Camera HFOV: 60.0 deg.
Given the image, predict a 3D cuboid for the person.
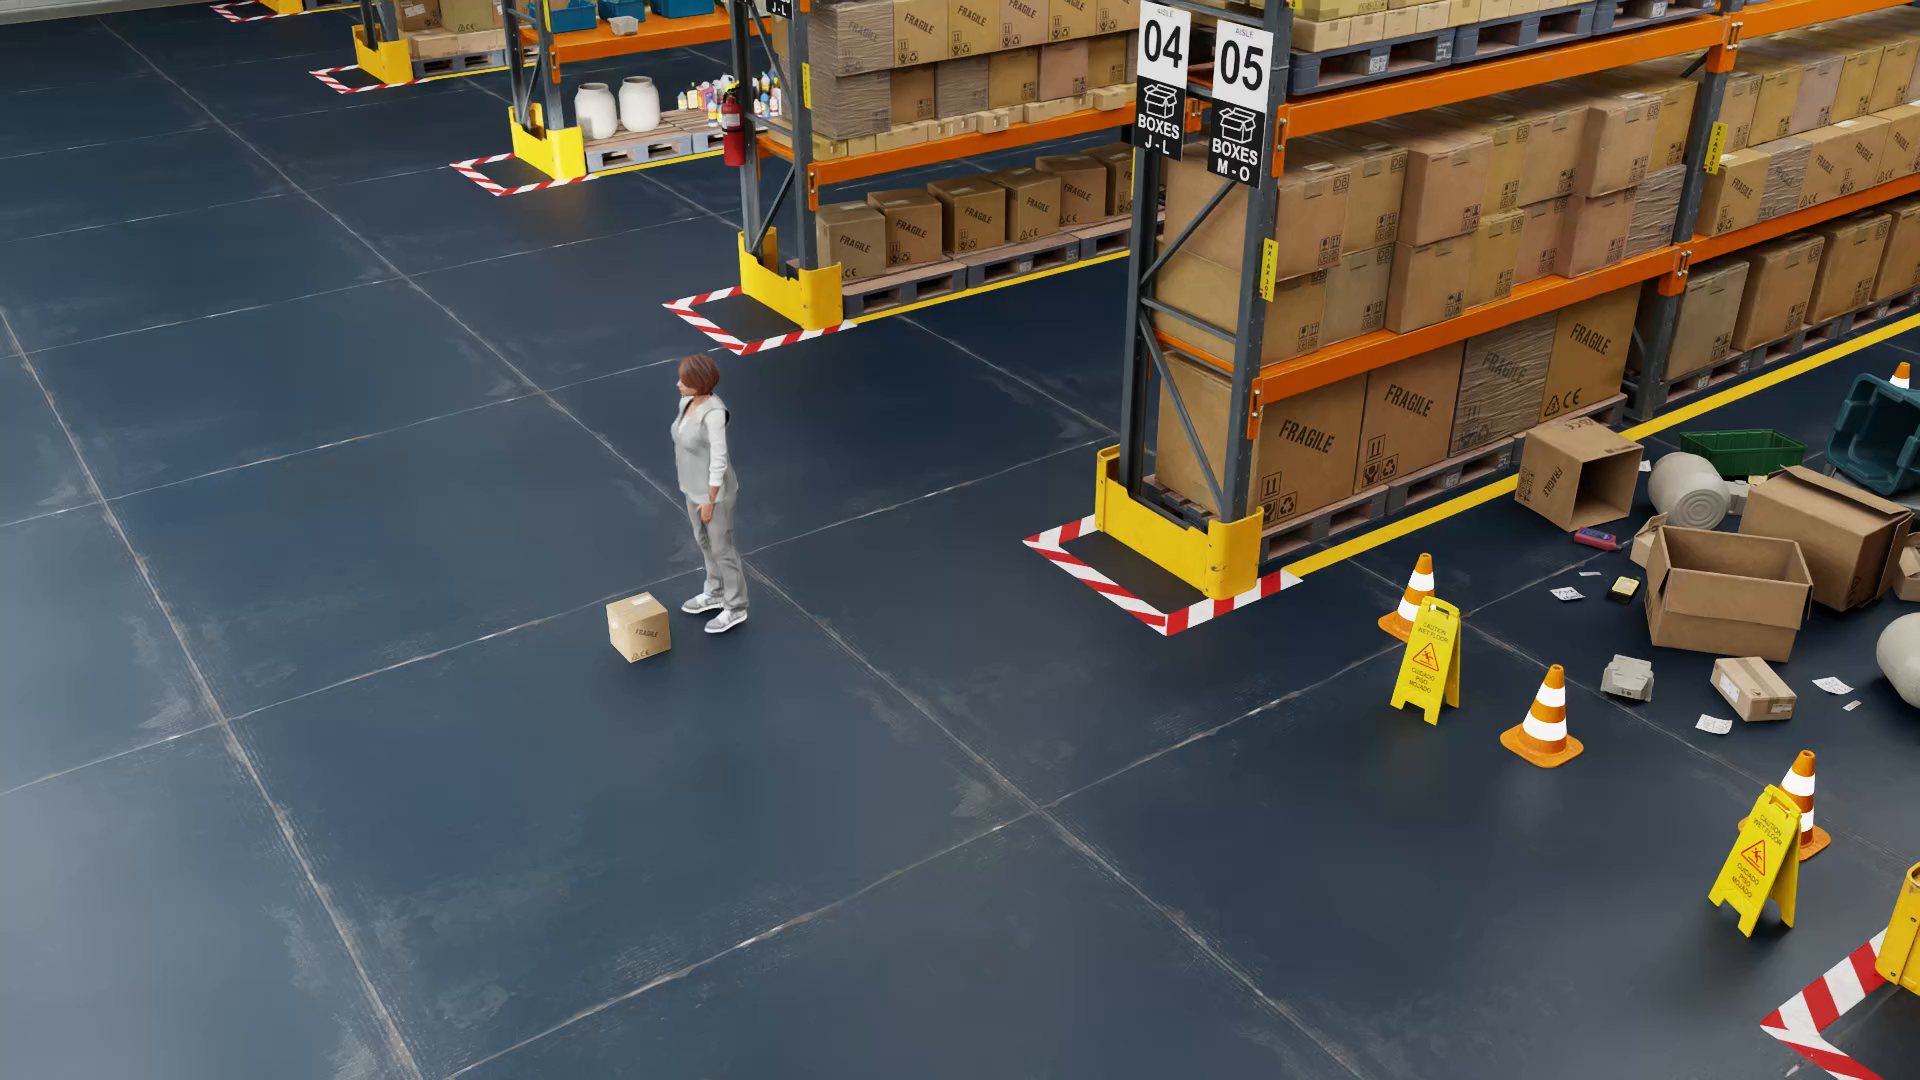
[{"bbox_3d":[-1.384,-0.266,9.074,0.306,1.608,0.421,-19,34,-30],"label":"person"}]
